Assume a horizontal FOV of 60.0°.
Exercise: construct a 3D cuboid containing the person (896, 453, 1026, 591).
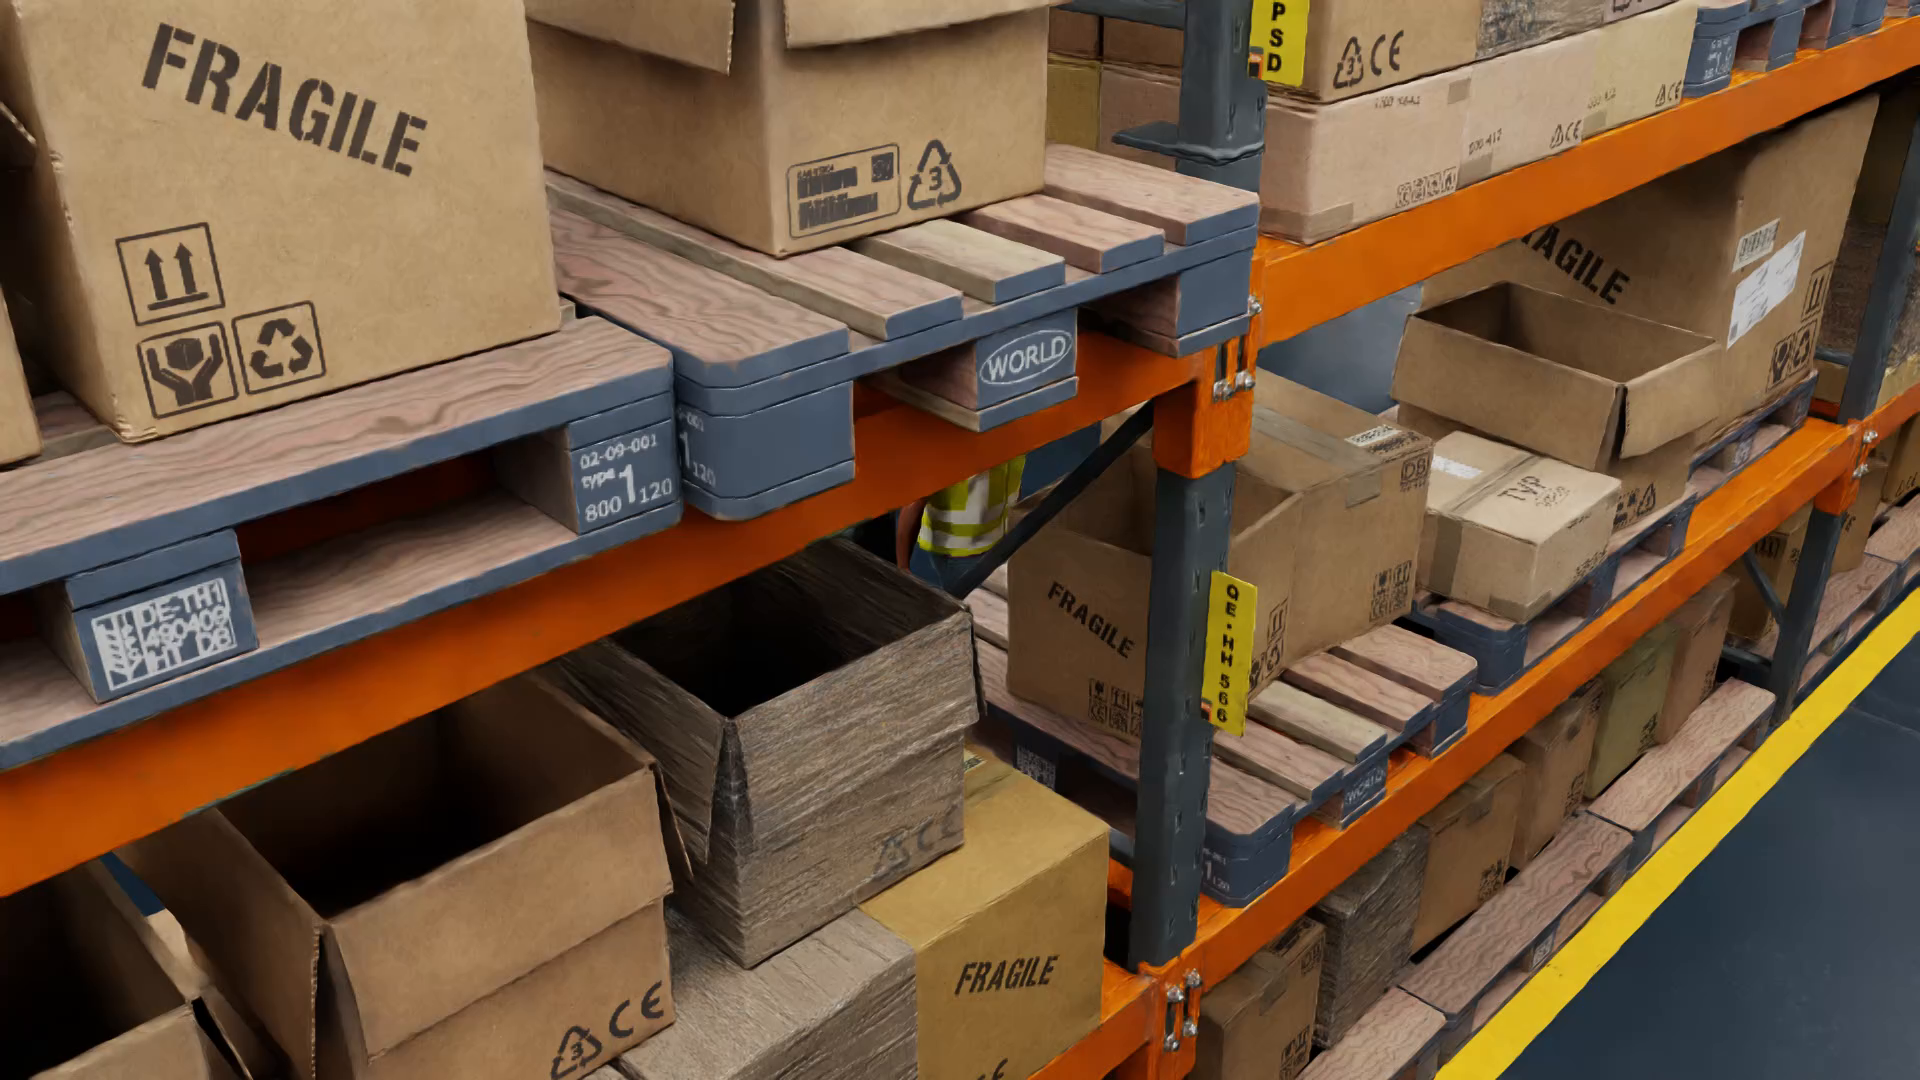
[{"bbox_3d":[0.035,0.024,6.042,0.665,1.763,0.789,14,31,25],"label":"person"}]
